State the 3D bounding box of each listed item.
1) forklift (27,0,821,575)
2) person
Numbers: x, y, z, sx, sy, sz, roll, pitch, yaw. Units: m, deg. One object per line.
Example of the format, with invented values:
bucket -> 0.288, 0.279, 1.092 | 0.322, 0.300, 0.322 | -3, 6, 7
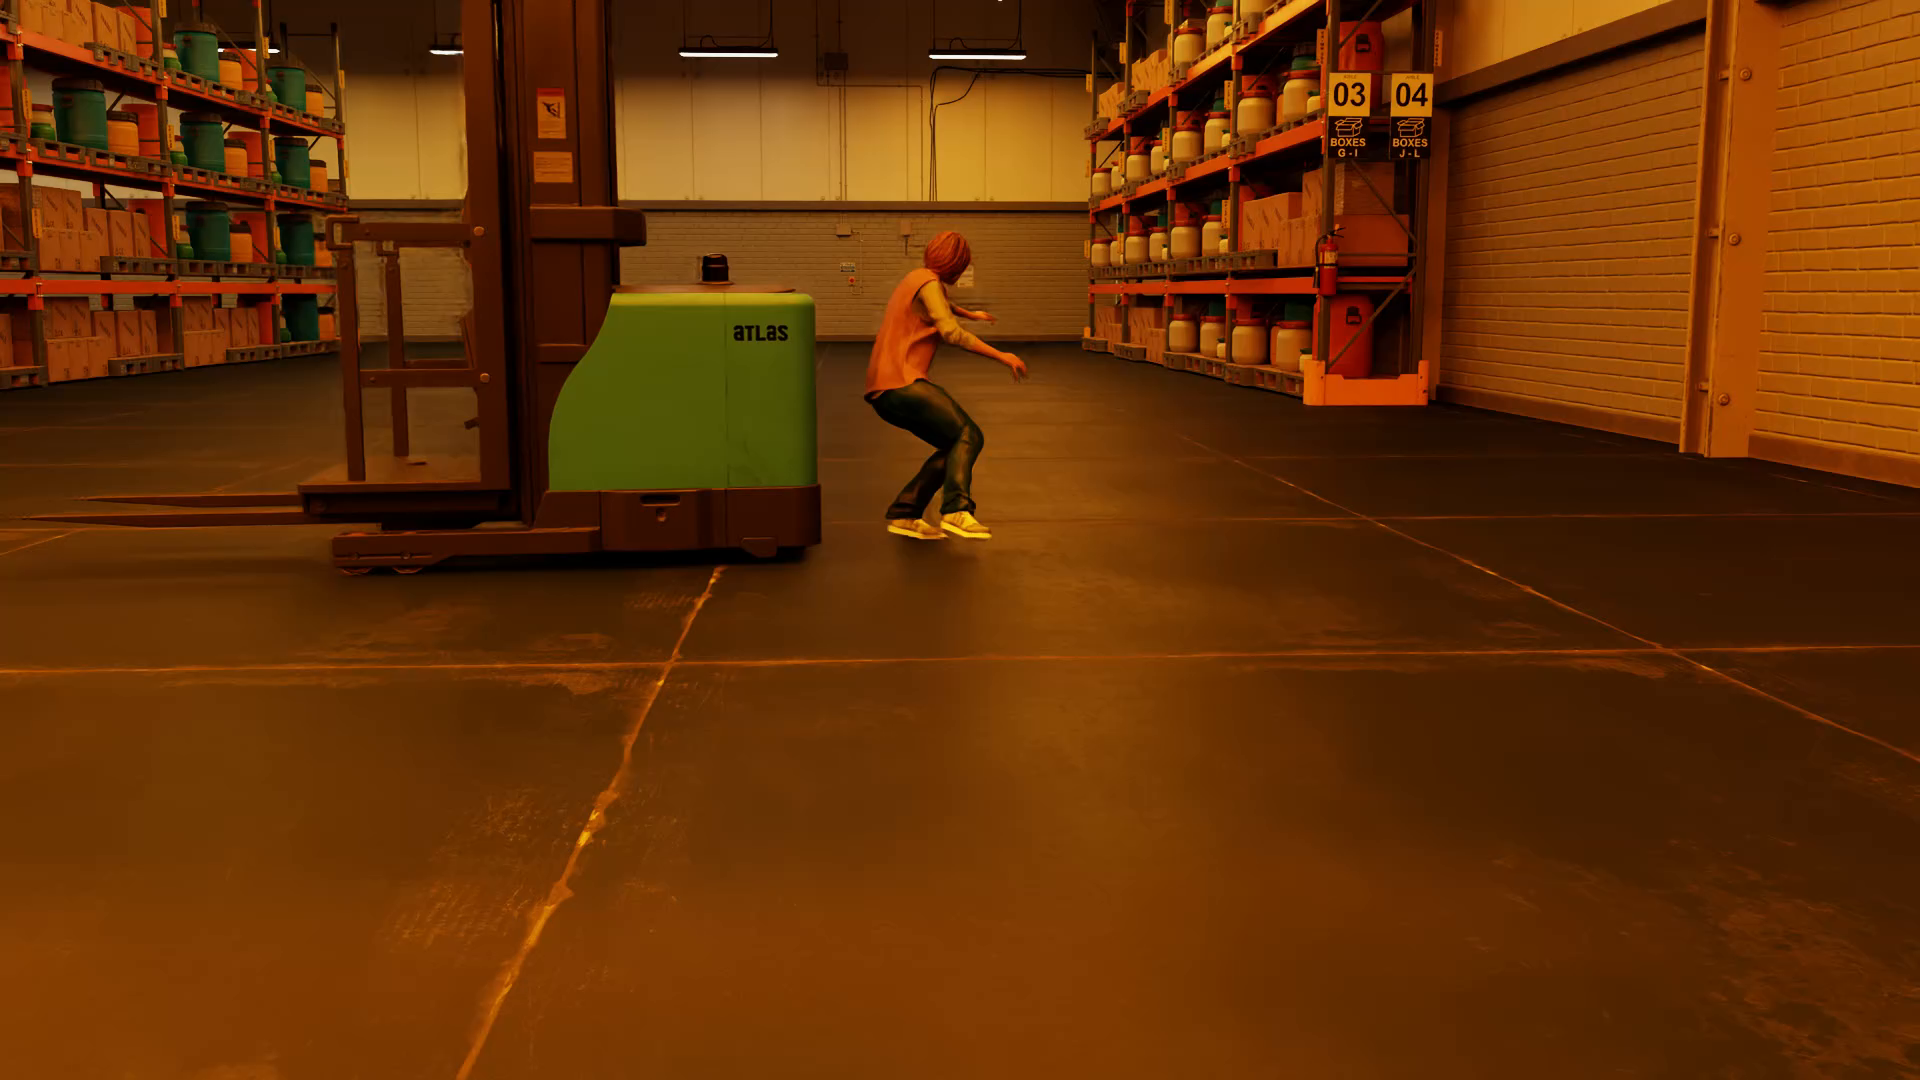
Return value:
forklift -> -2.126, -1.396, 6.735 | 3.031, 2.935, 1.130 | -1, 9, -9
person -> -0.016, -0.675, 7.335 | 0.769, 1.362, 1.256 | -3, 9, -17
